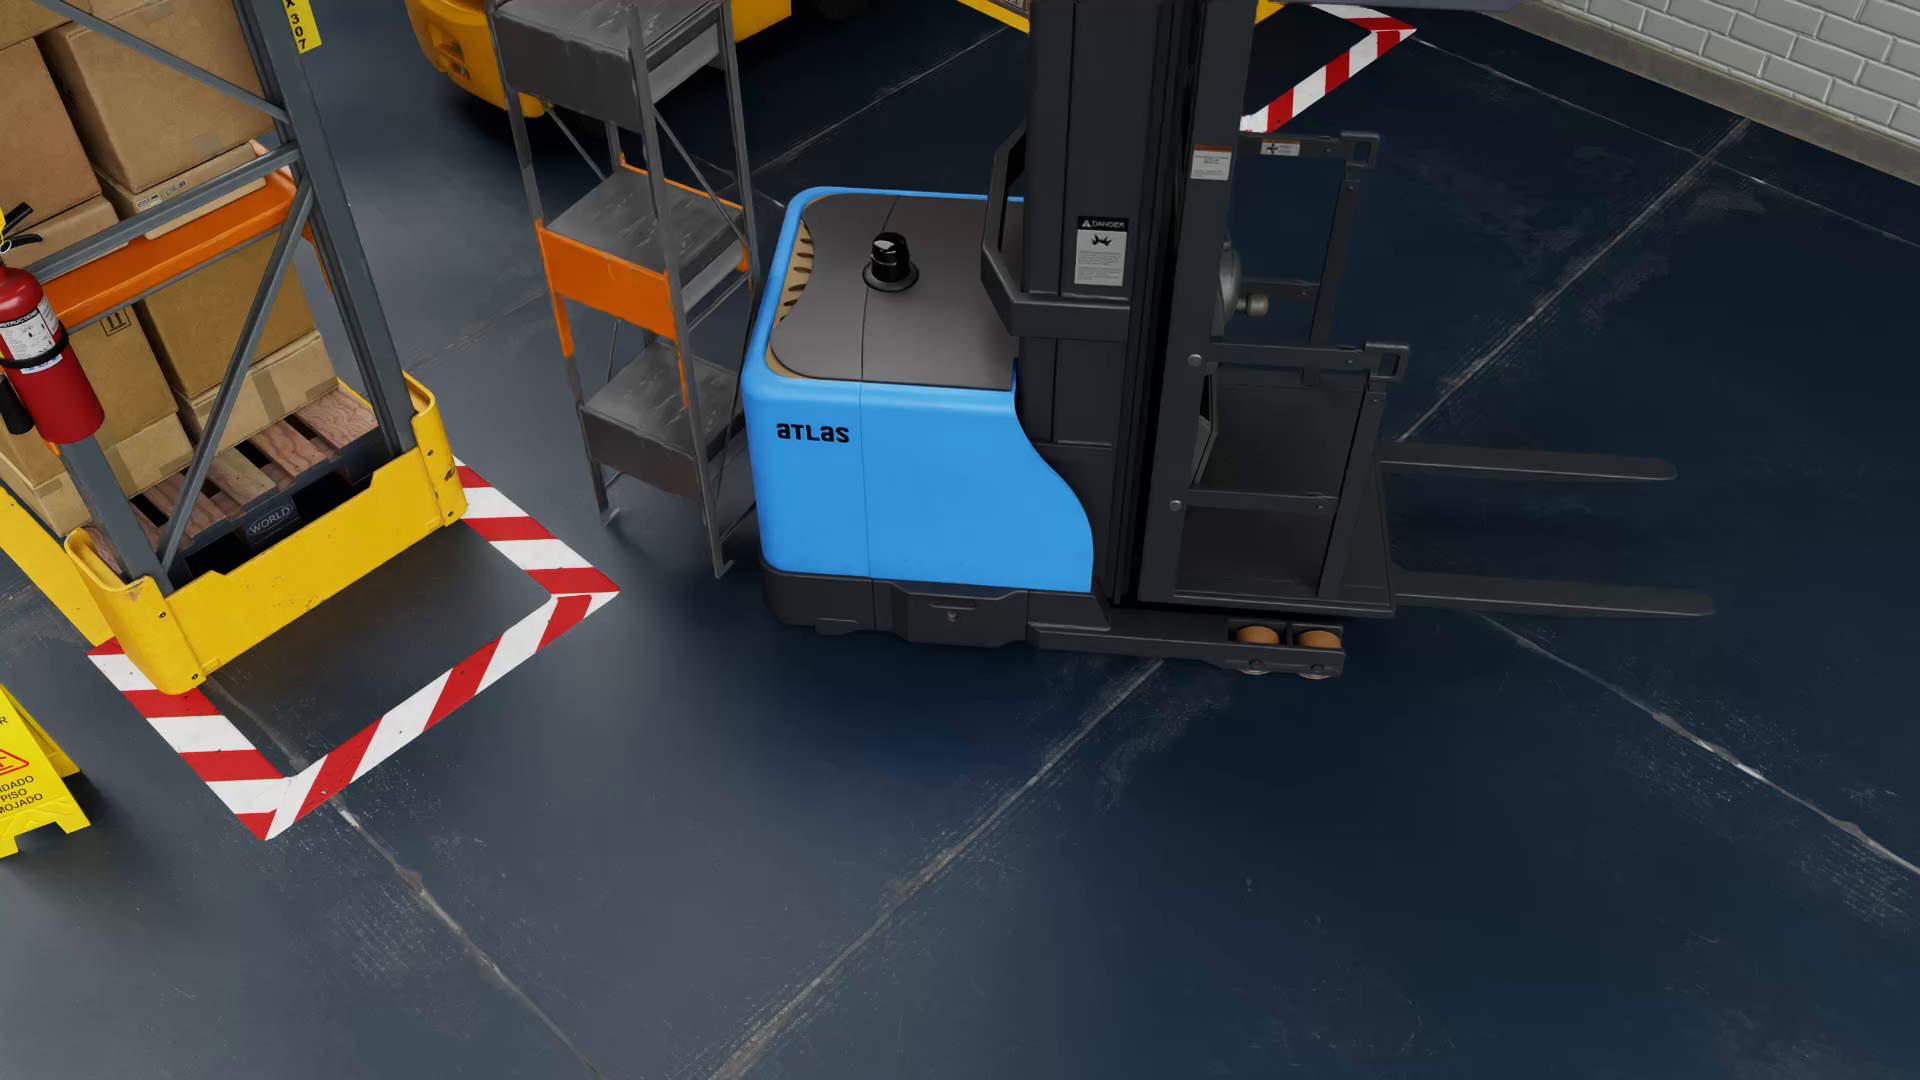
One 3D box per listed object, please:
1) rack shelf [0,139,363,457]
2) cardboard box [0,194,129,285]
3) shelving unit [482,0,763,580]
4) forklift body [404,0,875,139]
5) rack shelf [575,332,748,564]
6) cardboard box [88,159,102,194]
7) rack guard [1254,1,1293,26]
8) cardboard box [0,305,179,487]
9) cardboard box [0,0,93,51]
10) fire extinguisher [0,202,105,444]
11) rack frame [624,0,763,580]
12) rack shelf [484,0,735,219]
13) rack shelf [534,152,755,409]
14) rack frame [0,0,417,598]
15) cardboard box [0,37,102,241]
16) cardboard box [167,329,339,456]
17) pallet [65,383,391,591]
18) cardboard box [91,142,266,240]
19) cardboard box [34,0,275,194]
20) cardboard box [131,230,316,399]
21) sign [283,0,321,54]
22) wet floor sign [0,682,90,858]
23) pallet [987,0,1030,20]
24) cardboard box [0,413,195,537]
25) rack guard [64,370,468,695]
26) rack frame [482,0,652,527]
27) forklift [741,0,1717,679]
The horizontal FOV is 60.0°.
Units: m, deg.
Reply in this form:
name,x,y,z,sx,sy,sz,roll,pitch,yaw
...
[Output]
name,x,y,z,sx,sy,sz,roll,pitch,yaw
rack shelf,-3.644,-1.617,5.704,4.000,0.370,1.077,34,55,28
cardboard box,-2.594,-0.859,4.671,0.250,0.149,0.380,36,56,29
shelving unit,-0.931,-0.803,5.063,0.503,2.100,0.431,23,51,20
forklift body,-1.441,-3.205,7.284,1.214,2.155,2.313,34,55,28
rack shelf,-0.931,-0.314,5.583,0.480,0.518,0.431,23,51,20
cardboard box,-2.479,-1.184,4.977,0.250,0.149,0.380,35,56,28
rack guard,1.207,-2.668,7.912,0.348,0.500,1.175,34,55,28
cardboard box,-2.940,-0.590,5.330,0.500,0.500,0.500,34,56,28
cardboard box,-2.698,-1.488,4.131,0.500,0.500,0.700,33,55,27
fire extinguisher,-2.403,-0.544,4.257,0.183,0.674,0.296,34,55,28
rack frame,-0.721,-0.713,4.979,0.015,2.100,0.400,23,51,20
rack shelf,-0.931,-1.272,4.563,0.480,0.518,0.431,23,51,20
rack shelf,-0.931,-0.793,5.073,0.480,0.518,0.431,23,51,20
rack frame,-2.174,-0.874,4.513,0.127,3.000,1.000,34,55,28
cardboard box,-2.760,-1.131,4.482,0.500,0.500,0.500,33,55,27
cardboard box,-2.579,-0.624,5.876,0.500,0.250,0.500,33,55,27
pallet,-2.803,-0.378,5.960,1.213,0.211,1.003,34,55,28
cardboard box,-2.283,-1.067,4.867,0.250,0.149,0.380,34,55,28
cardboard box,-2.334,-1.393,4.728,0.500,0.500,0.500,33,55,27
cardboard box,-2.597,-0.892,5.614,0.500,0.500,0.500,32,55,27
sign,-1.806,-1.461,4.471,0.005,0.325,0.100,34,55,28
wet floor sign,-2.760,0.599,4.745,0.267,0.644,0.232,-21,50,-18
pallet,0.599,-2.936,8.362,1.213,0.211,1.003,34,55,28
cardboard box,-2.968,-0.344,5.614,0.500,0.250,0.500,34,55,28
rack guard,-2.230,-0.056,5.460,0.348,0.500,1.175,34,55,28
rack frame,-1.142,-0.892,5.147,0.015,2.100,0.400,23,51,20
forklift,0.905,-0.966,4.647,3.031,2.935,1.130,4,47,4
